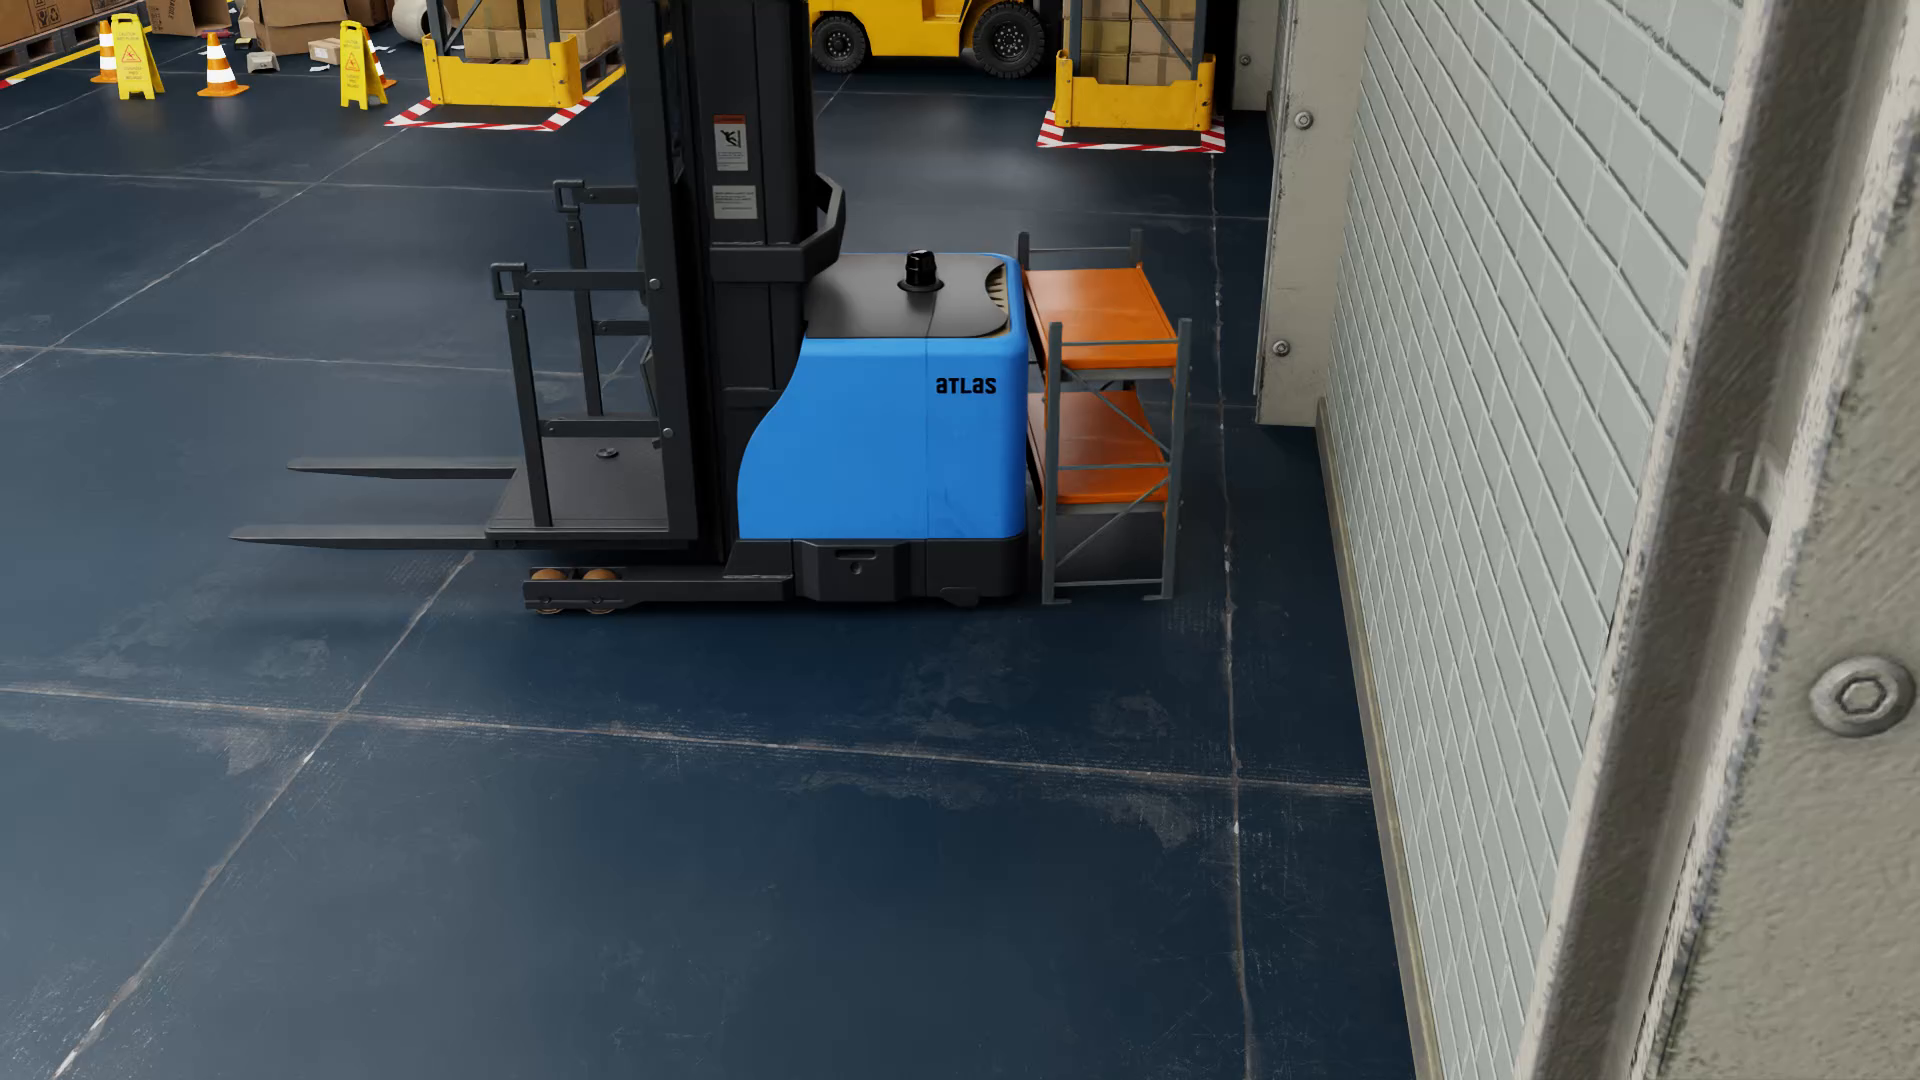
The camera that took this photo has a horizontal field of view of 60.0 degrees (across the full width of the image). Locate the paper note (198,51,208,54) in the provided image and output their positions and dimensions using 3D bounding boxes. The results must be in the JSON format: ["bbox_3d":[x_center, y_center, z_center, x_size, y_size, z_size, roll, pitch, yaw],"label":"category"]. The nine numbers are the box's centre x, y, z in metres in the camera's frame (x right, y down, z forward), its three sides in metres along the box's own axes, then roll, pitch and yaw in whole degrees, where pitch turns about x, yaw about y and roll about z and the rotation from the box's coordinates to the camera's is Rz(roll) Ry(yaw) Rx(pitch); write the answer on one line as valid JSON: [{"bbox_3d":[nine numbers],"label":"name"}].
[{"bbox_3d":[-6.666,-4.335,14.766,0.144,0.017,0.142,14,31,24],"label":"paper note"}]

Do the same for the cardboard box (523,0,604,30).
[{"bbox_3d":[-3.237,-4.462,13.536,0.500,0.500,0.500,2,28,4],"label":"cardboard box"}]

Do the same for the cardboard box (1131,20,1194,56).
[{"bbox_3d":[1.578,-3.900,12.756,0.500,0.250,0.500,4,29,7],"label":"cardboard box"}]

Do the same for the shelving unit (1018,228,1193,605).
[{"bbox_3d":[0.522,-0.506,6.503,0.538,1.125,1.048,-2,28,-4],"label":"shelving unit"}]

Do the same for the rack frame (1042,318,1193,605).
[{"bbox_3d":[0.561,-0.265,6.057,0.500,1.125,0.032,-2,28,-4],"label":"rack frame"}]

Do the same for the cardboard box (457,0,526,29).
[{"bbox_3d":[-3.773,-4.480,13.568,0.500,0.500,0.500,4,29,7],"label":"cardboard box"}]

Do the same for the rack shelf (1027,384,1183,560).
[{"bbox_3d":[0.522,-0.291,6.619,0.538,0.278,1.000,-2,28,-4],"label":"rack shelf"}]

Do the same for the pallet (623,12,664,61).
[{"bbox_3d":[-3.317,-4.544,14.962,1.003,0.211,1.213,3,28,6],"label":"pallet"}]

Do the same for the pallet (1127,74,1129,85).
[{"bbox_3d":[1.366,-3.631,13.268,1.003,0.211,1.213,3,28,6],"label":"pallet"}]

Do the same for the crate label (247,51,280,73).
[{"bbox_3d":[-5.949,-4.078,14.176,0.250,0.136,0.298,-11,30,-20],"label":"crate label"}]

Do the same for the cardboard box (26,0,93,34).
[{"bbox_3d":[-8.414,-5.010,14.684,0.875,0.875,0.875,3,28,5],"label":"cardboard box"}]

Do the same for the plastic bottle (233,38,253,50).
[{"bbox_3d":[-6.465,-4.485,15.010,0.133,0.061,0.283,-6,29,-11],"label":"plastic bottle"}]

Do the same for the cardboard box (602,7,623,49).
[{"bbox_3d":[-3.169,-4.361,14.138,0.500,0.250,0.500,4,29,8],"label":"cardboard box"}]

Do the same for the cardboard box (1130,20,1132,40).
[{"bbox_3d":[1.136,-4.174,13.263,0.500,0.250,0.500,3,28,6],"label":"cardboard box"}]

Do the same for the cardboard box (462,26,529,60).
[{"bbox_3d":[-3.778,-4.165,13.774,0.500,0.250,0.500,3,28,6],"label":"cardboard box"}]

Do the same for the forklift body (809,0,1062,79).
[{"bbox_3d":[-0.264,-5.121,13.988,2.313,2.155,1.214,3,28,6],"label":"forklift body"}]

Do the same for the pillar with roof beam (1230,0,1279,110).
[{"bbox_3d":[-1.979,-7.663,11.486,9.100,9.000,0.400,3,28,6],"label":"pillar with roof beam"}]

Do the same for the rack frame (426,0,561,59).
[{"bbox_3d":[-3.613,-4.783,12.466,1.000,3.000,0.127,3,28,6],"label":"rack frame"}]

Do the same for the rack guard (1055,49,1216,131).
[{"bbox_3d":[1.311,-3.385,12.505,1.175,0.500,0.348,3,28,6],"label":"rack guard"}]

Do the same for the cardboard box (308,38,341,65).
[{"bbox_3d":[-5.457,-4.262,14.504,0.380,0.149,0.250,20,34,32],"label":"cardboard box"}]

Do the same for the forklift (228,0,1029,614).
[{"bbox_3d":[-1.261,-1.263,6.004,3.031,2.935,1.130,0,28,0],"label":"forklift"}]

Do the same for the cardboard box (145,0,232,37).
[{"bbox_3d":[-7.219,-5.016,15.531,0.500,0.500,0.500,8,29,15],"label":"cardboard box"}]

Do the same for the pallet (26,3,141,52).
[{"bbox_3d":[-8.365,-4.749,15.343,1.003,0.211,1.213,3,28,6],"label":"pallet"}]

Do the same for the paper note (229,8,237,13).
[{"bbox_3d":[-7.231,-5.230,16.425,0.147,0.020,0.142,-17,33,-29],"label":"paper note"}]

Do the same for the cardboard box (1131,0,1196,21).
[{"bbox_3d":[1.561,-4.126,12.648,0.500,0.250,0.500,3,28,5],"label":"cardboard box"}]

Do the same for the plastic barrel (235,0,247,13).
[{"bbox_3d":[-6.664,-5.149,15.861,0.421,0.421,0.512,-24,36,-37],"label":"plastic barrel"}]

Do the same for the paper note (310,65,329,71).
[{"bbox_3d":[-5.472,-4.037,14.210,0.148,0.019,0.142,-6,29,-11],"label":"paper note"}]

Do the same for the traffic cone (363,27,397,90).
[{"bbox_3d":[-4.840,-3.944,13.582,0.336,0.463,0.334,3,28,6],"label":"traffic cone"}]

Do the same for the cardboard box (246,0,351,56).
[{"bbox_3d":[-5.910,-4.658,14.866,0.797,0.503,0.637,-17,33,-29],"label":"cardboard box"}]

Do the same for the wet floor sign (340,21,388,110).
[{"bbox_3d":[-4.698,-3.719,12.973,0.267,0.644,0.232,14,31,24],"label":"wet floor sign"}]

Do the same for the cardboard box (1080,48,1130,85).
[{"bbox_3d":[1.058,-3.710,12.931,0.500,0.250,0.500,4,29,7],"label":"cardboard box"}]
